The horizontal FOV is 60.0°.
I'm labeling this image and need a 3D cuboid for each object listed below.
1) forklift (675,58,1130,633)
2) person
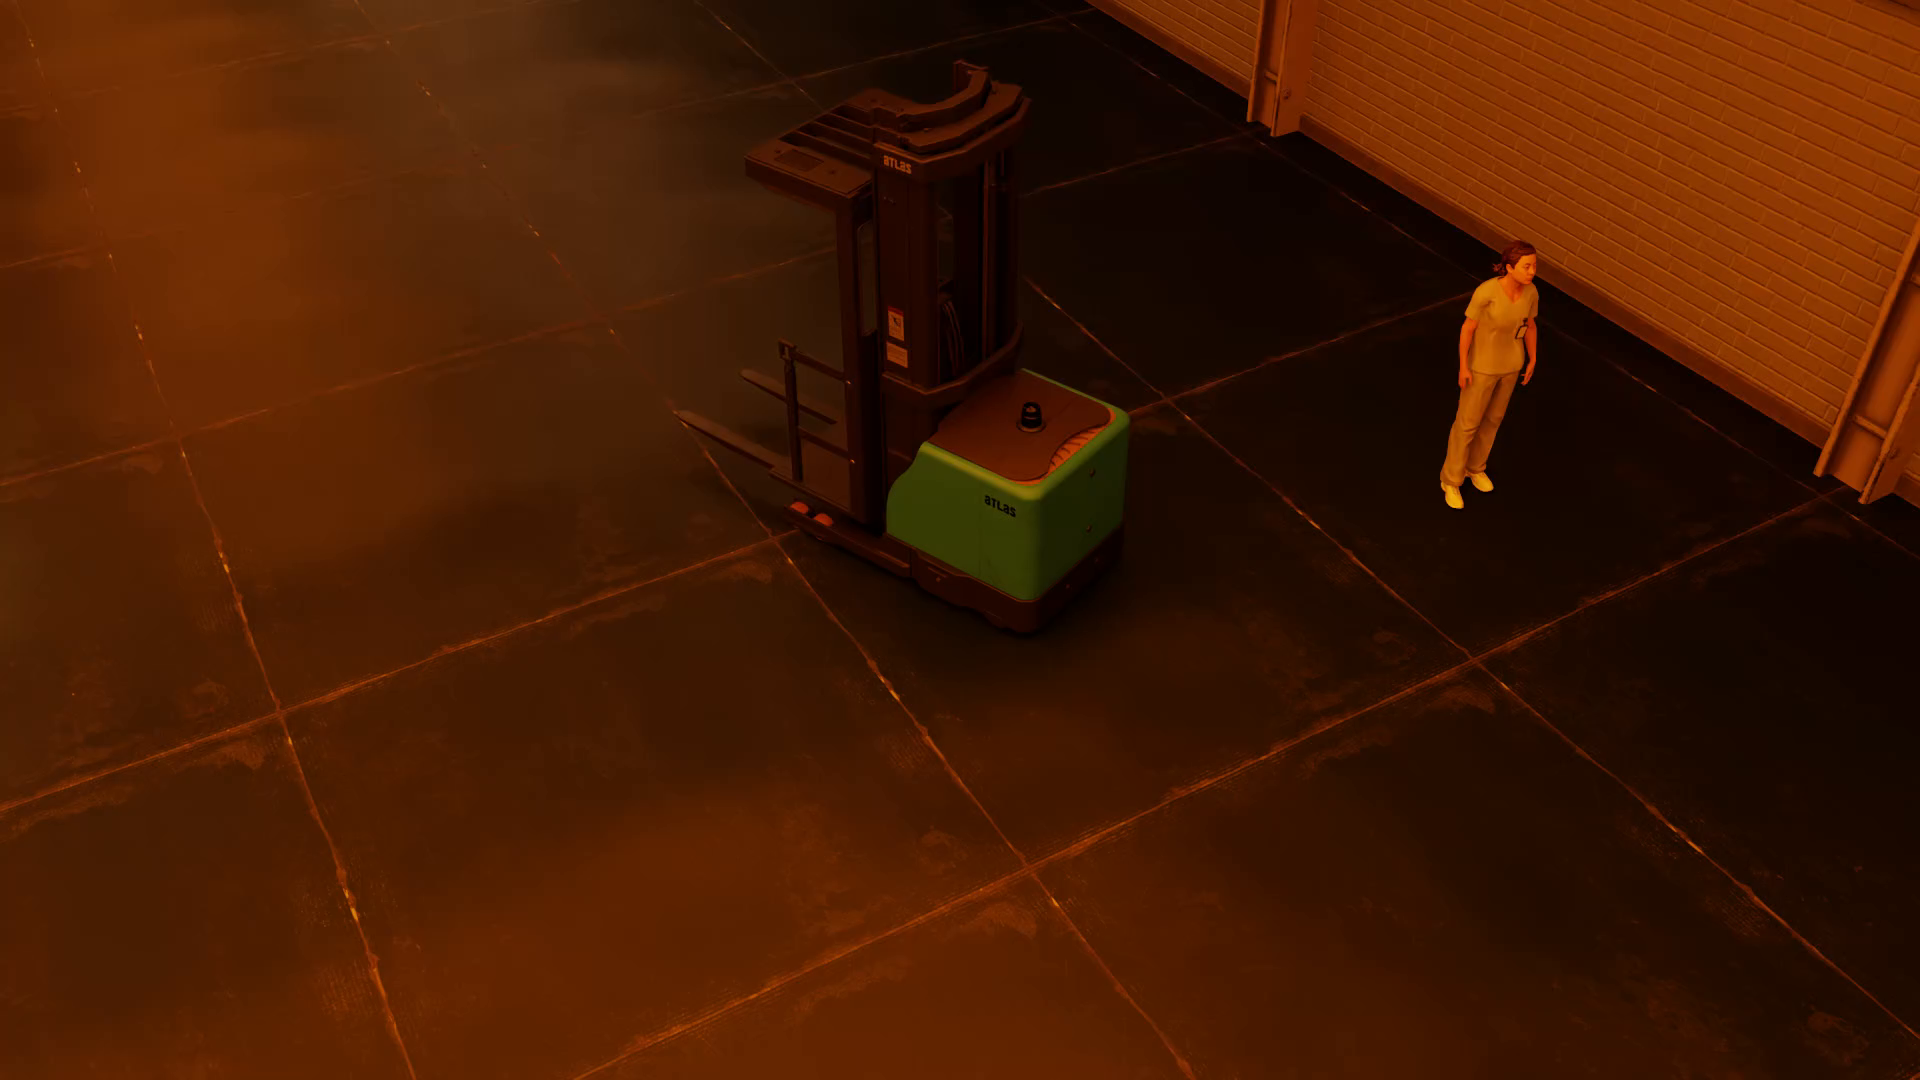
[{"bbox_3d":[-0.481,-1.366,9.683,3.031,2.935,1.130,26,46,28],"label":"forklift"},{"bbox_3d":[3.316,-1.029,10.248,0.548,1.673,0.549,-10,41,-12],"label":"person"}]
